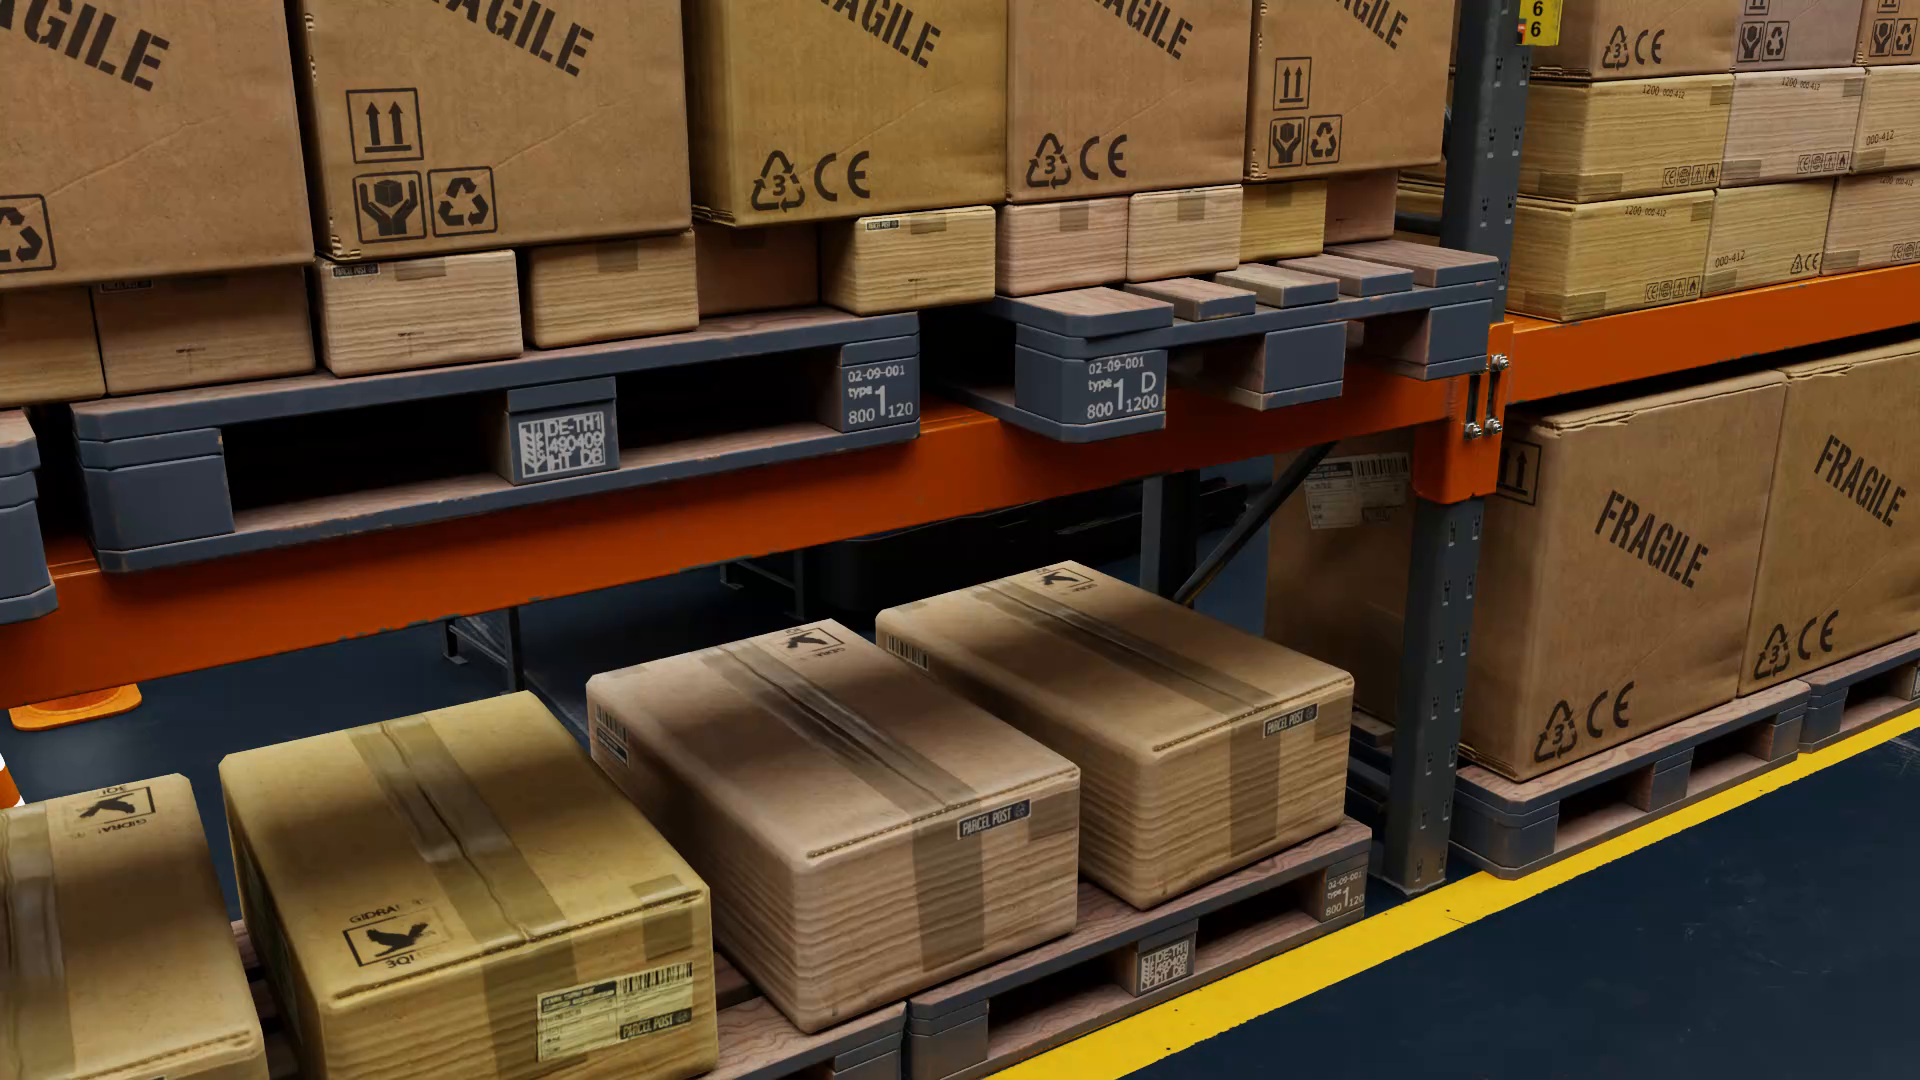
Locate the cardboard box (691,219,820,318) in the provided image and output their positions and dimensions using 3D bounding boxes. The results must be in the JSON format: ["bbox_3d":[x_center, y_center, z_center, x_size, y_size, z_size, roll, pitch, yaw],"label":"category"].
[{"bbox_3d":[-0.427,-0.472,2.695,0.250,0.149,0.380,-12,22,-31],"label":"cardboard box"}]

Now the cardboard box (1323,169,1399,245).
[{"bbox_3d":[0.659,-0.700,3.369,0.250,0.149,0.380,-11,22,-29],"label":"cardboard box"}]

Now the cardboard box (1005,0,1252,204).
[{"bbox_3d":[0.151,-0.880,2.887,0.500,0.500,0.500,-12,22,-32],"label":"cardboard box"}]

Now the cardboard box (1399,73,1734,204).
[{"bbox_3d":[1.362,-0.930,3.766,0.500,0.250,0.500,-12,22,-32],"label":"cardboard box"}]

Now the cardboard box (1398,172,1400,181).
[{"bbox_3d":[1.068,-1.060,4.150,0.500,0.250,0.500,-12,22,-32],"label":"cardboard box"}]

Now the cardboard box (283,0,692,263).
[{"bbox_3d":[-0.726,-0.695,2.340,0.500,0.500,0.500,-13,23,-34],"label":"cardboard box"}]

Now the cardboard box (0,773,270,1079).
[{"bbox_3d":[-1.502,0.789,2.675,0.625,0.372,0.950,-10,21,-28],"label":"cardboard box"}]

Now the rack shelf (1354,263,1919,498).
[{"bbox_3d":[2.474,-0.753,4.910,4.000,0.370,1.077,-12,22,-31],"label":"rack shelf"}]

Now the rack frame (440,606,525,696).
[{"bbox_3d":[-1.434,-0.292,4.766,0.032,1.500,0.500,-15,24,-38],"label":"rack frame"}]

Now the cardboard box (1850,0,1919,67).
[{"bbox_3d":[2.199,-1.460,4.164,0.500,0.500,0.500,-11,22,-30],"label":"cardboard box"}]

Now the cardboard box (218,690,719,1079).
[{"bbox_3d":[-0.922,0.666,3.039,0.625,0.372,0.950,-11,22,-30],"label":"cardboard box"}]

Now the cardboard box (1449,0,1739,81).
[{"bbox_3d":[1.350,-1.284,3.640,0.500,0.500,0.500,-13,22,-33],"label":"cardboard box"}]

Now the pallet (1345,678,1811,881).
[{"bbox_3d":[1.503,0.461,4.551,1.213,0.211,1.003,-12,22,-31],"label":"pallet"}]

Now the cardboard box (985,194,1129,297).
[{"bbox_3d":[0.075,-0.535,2.881,0.250,0.149,0.380,-13,23,-34],"label":"cardboard box"}]

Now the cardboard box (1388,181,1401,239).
[{"bbox_3d":[1.083,-0.829,4.246,0.500,0.250,0.500,-13,23,-33],"label":"cardboard box"}]

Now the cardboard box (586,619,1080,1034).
[{"bbox_3d":[-0.286,0.534,3.429,0.625,0.372,0.950,-12,22,-32],"label":"cardboard box"}]

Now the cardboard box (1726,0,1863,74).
[{"bbox_3d":[1.759,-1.373,3.907,0.500,0.500,0.500,-12,22,-31],"label":"cardboard box"}]

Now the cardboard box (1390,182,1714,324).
[{"bbox_3d":[1.351,-0.689,3.833,0.500,0.250,0.500,-12,22,-32],"label":"cardboard box"}]

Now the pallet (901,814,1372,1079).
[{"bbox_3d":[0.150,0.717,3.794,1.213,0.211,1.003,-12,22,-31],"label":"pallet"}]

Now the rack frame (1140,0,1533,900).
[{"bbox_3d":[0.803,-0.741,3.753,0.127,3.000,1.000,-12,22,-31],"label":"rack frame"}]

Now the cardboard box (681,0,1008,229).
[{"bbox_3d":[-0.270,-0.791,2.623,0.500,0.500,0.500,-14,23,-35],"label":"cardboard box"}]

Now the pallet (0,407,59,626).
[{"bbox_3d":[-1.819,-0.041,1.983,1.213,0.211,1.003,-12,22,-31],"label":"pallet"}]

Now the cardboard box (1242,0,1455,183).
[{"bbox_3d":[0.577,-0.974,3.165,0.500,0.500,0.500,-13,22,-33],"label":"cardboard box"}]

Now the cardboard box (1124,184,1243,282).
[{"bbox_3d":[0.289,-0.577,3.006,0.250,0.149,0.380,-12,22,-32],"label":"cardboard box"}]

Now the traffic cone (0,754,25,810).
[{"bbox_3d":[-2.272,0.572,3.829,0.334,0.463,0.336,-12,22,-31],"label":"traffic cone"}]

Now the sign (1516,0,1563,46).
[{"bbox_3d":[1.110,-1.109,3.156,0.005,0.325,0.100,-12,22,-31],"label":"sign"}]

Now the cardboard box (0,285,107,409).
[{"bbox_3d":[-1.256,-0.275,2.112,0.250,0.149,0.380,-12,22,-31],"label":"cardboard box"}]

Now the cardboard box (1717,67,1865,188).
[{"bbox_3d":[1.795,-1.021,4.034,0.500,0.250,0.500,-11,22,-30],"label":"cardboard box"}]

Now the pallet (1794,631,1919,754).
[{"bbox_3d":[2.521,0.248,5.183,1.213,0.211,1.003,-12,22,-31],"label":"pallet"}]

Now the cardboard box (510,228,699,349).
[{"bbox_3d":[-0.591,-0.406,2.499,0.250,0.149,0.380,-13,22,-33],"label":"cardboard box"}]

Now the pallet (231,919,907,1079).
[{"bbox_3d":[-0.868,0.931,3.162,1.213,0.211,1.003,-12,22,-31],"label":"pallet"}]

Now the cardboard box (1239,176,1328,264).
[{"bbox_3d":[0.475,-0.634,3.172,0.250,0.149,0.380,-12,22,-31],"label":"cardboard box"}]

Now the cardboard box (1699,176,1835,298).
[{"bbox_3d":[1.770,-0.784,4.115,0.500,0.250,0.500,-13,22,-33],"label":"cardboard box"}]

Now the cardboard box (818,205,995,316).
[{"bbox_3d":[-0.148,-0.483,2.726,0.250,0.149,0.380,-11,22,-30],"label":"cardboard box"}]

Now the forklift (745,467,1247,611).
[{"bbox_3d":[0.477,-1.520,6.165,3.031,2.935,1.130,-15,24,-38],"label":"forklift"}]

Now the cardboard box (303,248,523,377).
[{"bbox_3d":[-0.798,-0.351,2.337,0.250,0.149,0.380,-11,22,-29],"label":"cardboard box"}]

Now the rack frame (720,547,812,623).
[{"bbox_3d":[-0.663,-0.504,5.393,0.032,1.500,0.500,-15,24,-38],"label":"rack frame"}]

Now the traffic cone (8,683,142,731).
[{"bbox_3d":[-2.579,0.254,4.771,0.334,0.463,0.336,-12,22,-31],"label":"traffic cone"}]

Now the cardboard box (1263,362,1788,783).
[{"bbox_3d":[1.426,-0.033,4.320,0.875,0.875,0.875,-12,22,-32],"label":"cardboard box"}]

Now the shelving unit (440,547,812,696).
[{"bbox_3d":[-1.048,-0.398,5.080,1.048,1.500,0.538,-15,24,-38],"label":"shelving unit"}]

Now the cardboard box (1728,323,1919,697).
[{"bbox_3d":[2.173,-0.189,4.782,0.875,0.875,0.875,-12,22,-31],"label":"cardboard box"}]

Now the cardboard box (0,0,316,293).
[{"bbox_3d":[-1.150,-0.601,2.064,0.500,0.500,0.500,-12,22,-32],"label":"cardboard box"}]

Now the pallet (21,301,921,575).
[{"bbox_3d":[-0.827,-0.291,2.720,1.213,0.211,1.003,-12,22,-31],"label":"pallet"}]

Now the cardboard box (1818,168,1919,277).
[{"bbox_3d":[2.211,-0.875,4.383,0.500,0.250,0.500,-11,22,-30],"label":"cardboard box"}]

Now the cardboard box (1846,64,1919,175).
[{"bbox_3d":[2.218,-1.105,4.284,0.500,0.250,0.500,-12,22,-32],"label":"cardboard box"}]

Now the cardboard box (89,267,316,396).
[{"bbox_3d":[-1.049,-0.318,2.240,0.250,0.149,0.380,-12,22,-31],"label":"cardboard box"}]

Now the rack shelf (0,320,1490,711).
[{"bbox_3d":[-0.867,-0.048,2.826,4.000,0.370,1.077,-12,22,-31],"label":"rack shelf"}]

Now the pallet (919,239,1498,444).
[{"bbox_3d":[0.267,-0.496,3.328,1.003,0.211,1.213,-12,22,-31],"label":"pallet"}]

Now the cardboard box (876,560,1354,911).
[{"bbox_3d":[0.326,0.402,3.820,0.625,0.372,0.950,-14,23,-35],"label":"cardboard box"}]
